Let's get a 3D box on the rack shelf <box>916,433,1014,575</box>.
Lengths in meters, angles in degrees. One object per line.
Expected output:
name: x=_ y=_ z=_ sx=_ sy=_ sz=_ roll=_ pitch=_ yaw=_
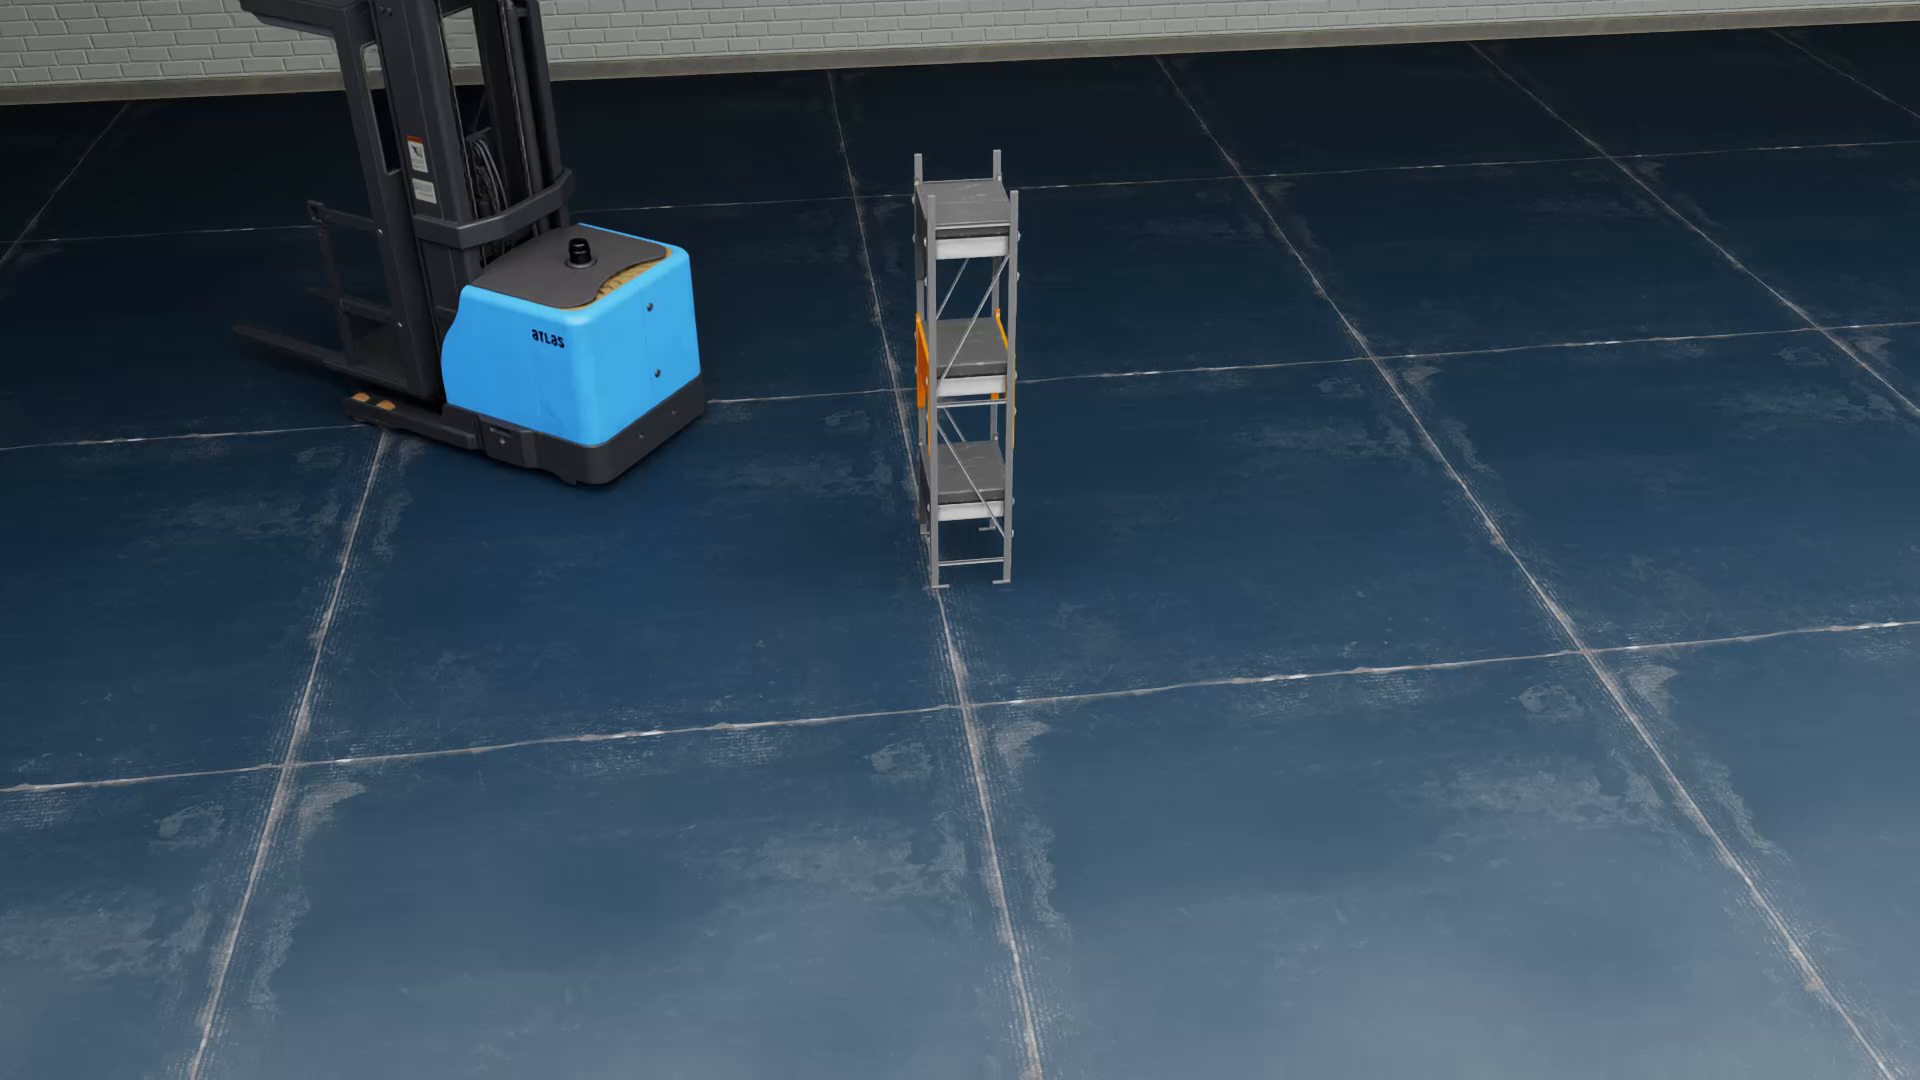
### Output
rack shelf: x=0.022 y=-0.186 z=8.425 sx=0.431 sy=0.518 sz=0.480 roll=-4 pitch=35 yaw=-6

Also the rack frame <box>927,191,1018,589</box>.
rack frame: x=0.055 y=-0.639 z=7.823 sx=0.400 sy=2.100 sz=0.015 roll=-4 pitch=35 yaw=-6

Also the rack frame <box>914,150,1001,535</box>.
rack frame: x=-0.011 y=-0.911 z=8.223 sx=0.400 sy=2.100 sz=0.015 roll=-4 pitch=35 yaw=-6

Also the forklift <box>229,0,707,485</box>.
forklift: x=-3.030 y=-2.097 z=9.224 sx=3.031 sy=2.935 sz=1.130 roll=17 pitch=38 yaw=23

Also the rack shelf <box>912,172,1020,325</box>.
rack shelf: x=0.022 y=-1.342 z=7.637 sx=0.431 sy=0.518 sz=0.480 roll=-4 pitch=35 yaw=-6

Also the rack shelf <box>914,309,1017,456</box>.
rack shelf: x=0.022 y=-0.764 z=8.031 sx=0.431 sy=0.518 sz=0.480 roll=-4 pitch=35 yaw=-6

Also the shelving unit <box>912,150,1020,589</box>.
shelving unit: x=0.022 y=-0.775 z=8.023 sx=0.431 sy=2.100 sz=0.503 roll=-4 pitch=35 yaw=-6
